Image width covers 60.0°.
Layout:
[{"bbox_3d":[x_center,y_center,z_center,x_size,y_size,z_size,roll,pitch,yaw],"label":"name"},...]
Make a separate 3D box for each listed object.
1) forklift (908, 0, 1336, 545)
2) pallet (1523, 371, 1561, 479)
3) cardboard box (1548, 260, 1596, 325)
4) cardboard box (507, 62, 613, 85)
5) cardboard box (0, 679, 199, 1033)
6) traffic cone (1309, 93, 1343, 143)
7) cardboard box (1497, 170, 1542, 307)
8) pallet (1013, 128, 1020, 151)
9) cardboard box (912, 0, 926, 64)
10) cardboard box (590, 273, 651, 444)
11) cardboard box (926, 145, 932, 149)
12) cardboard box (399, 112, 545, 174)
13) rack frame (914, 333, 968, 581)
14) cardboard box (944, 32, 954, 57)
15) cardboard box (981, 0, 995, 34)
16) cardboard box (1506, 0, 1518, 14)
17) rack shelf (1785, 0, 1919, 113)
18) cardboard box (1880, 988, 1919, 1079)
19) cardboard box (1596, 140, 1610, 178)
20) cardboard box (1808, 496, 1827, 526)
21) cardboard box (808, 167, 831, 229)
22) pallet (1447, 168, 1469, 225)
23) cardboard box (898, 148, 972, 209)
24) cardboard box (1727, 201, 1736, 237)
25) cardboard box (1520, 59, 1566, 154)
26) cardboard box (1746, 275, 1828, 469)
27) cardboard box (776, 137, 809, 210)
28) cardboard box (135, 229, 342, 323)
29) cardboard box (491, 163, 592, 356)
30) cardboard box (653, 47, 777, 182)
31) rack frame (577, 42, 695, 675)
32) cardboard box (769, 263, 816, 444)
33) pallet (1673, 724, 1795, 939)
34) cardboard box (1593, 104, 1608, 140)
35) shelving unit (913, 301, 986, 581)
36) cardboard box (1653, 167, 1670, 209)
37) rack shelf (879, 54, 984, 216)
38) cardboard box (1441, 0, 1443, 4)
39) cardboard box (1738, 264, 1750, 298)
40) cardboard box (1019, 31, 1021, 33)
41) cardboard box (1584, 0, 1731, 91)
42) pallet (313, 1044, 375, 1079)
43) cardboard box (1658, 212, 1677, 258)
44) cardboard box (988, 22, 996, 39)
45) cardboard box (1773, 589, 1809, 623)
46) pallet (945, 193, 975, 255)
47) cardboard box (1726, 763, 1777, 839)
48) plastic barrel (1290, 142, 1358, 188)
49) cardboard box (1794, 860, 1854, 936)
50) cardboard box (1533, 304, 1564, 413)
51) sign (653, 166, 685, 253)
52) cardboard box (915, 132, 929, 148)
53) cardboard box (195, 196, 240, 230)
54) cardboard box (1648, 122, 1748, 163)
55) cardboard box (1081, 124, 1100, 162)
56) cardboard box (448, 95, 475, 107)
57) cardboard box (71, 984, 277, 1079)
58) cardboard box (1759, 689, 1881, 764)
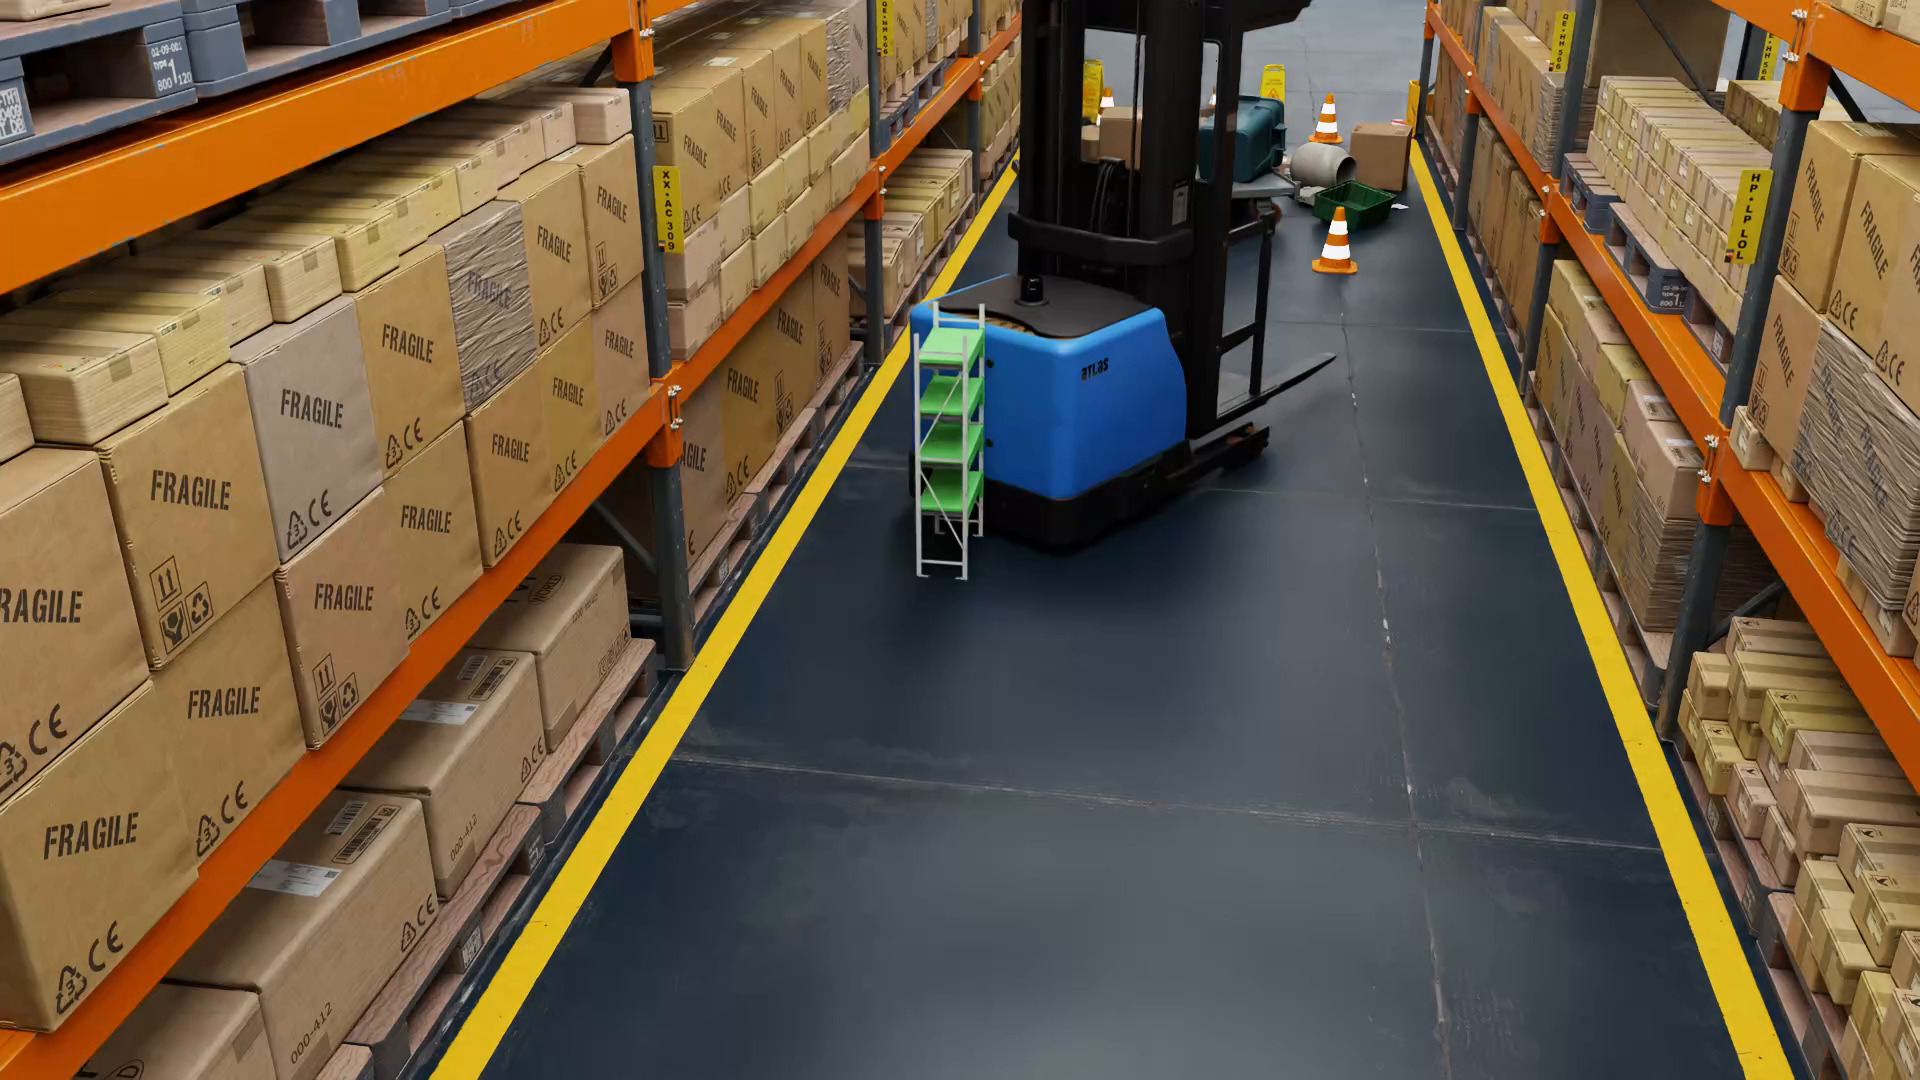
[{"bbox_3d":[1.067,-1.853,8.751,1.130,2.935,3.031,20,31,36],"label":"forklift"},{"bbox_3d":[3.783,-0.632,9.352,1.003,0.211,1.213,4,25,9],"label":"pallet"},{"bbox_3d":[3.561,-1.348,9.161,0.500,0.250,0.500,3,25,6],"label":"cardboard box"},{"bbox_3d":[-1.739,-1.769,7.194,0.500,0.500,0.500,5,25,10],"label":"cardboard box"},{"bbox_3d":[-1.933,0.597,3.318,0.500,0.500,0.500,4,25,8],"label":"cardboard box"},{"bbox_3d":[3.732,-4.295,16.880,0.336,0.463,0.334,4,25,9],"label":"traffic cone"},{"bbox_3d":[4.240,-2.008,11.159,1.050,0.750,0.750,4,25,9],"label":"cardboard box"},{"bbox_3d":[0.140,-4.237,17.052,1.003,0.211,1.213,4,25,9],"label":"pallet"},{"bbox_3d":[-0.527,-3.506,11.238,0.500,0.500,0.500,4,25,9],"label":"cardboard box"},{"bbox_3d":[-1.465,-0.683,6.054,0.500,0.500,0.500,4,25,9],"label":"cardboard box"},{"bbox_3d":[-0.502,-3.406,14.737,0.500,0.250,0.500,5,26,11],"label":"cardboard box"},{"bbox_3d":[-1.578,-1.285,5.393,0.380,0.149,0.250,4,25,9],"label":"cardboard box"},{"bbox_3d":[-0.085,-0.363,7.610,0.240,1.200,0.015,4,25,9],"label":"rack frame"},{"bbox_3d":[-0.251,-3.712,12.442,0.380,0.149,0.250,4,25,9],"label":"cardboard box"},{"bbox_3d":[0.013,-4.540,13.943,0.500,0.500,0.500,4,25,8],"label":"cardboard box"},{"bbox_3d":[4.491,-4.185,12.355,0.700,0.500,0.500,4,25,8],"label":"cardboard box"},{"bbox_3d":[2.932,-0.745,3.614,1.077,0.370,4.000,4,25,9],"label":"rack shelf"},{"bbox_3d":[2.550,1.278,4.147,0.380,0.149,0.250,5,26,10],"label":"cardboard box"},{"bbox_3d":[3.596,-2.013,8.814,0.380,0.149,0.250,5,26,11],"label":"cardboard box"},{"bbox_3d":[2.929,-0.111,5.246,0.380,0.149,0.250,3,25,6],"label":"cardboard box"},{"bbox_3d":[-0.980,-1.801,8.736,0.500,0.250,0.500,4,25,8],"label":"cardboard box"},{"bbox_3d":[4.768,-2.945,14.292,1.003,0.211,1.213,4,25,9],"label":"pallet"},{"bbox_3d":[-0.417,-2.976,13.674,0.950,0.372,0.625,4,25,9],"label":"cardboard box"},{"bbox_3d":[3.175,-1.189,6.351,0.380,0.149,0.250,3,25,7],"label":"cardboard box"},{"bbox_3d":[3.804,-2.683,10.325,0.500,0.500,0.500,4,25,9],"label":"cardboard box"},{"bbox_3d":[2.929,-0.539,5.395,0.500,0.500,0.500,4,25,8],"label":"cardboard box"},{"bbox_3d":[-1.044,-1.814,8.174,0.500,0.250,0.500,3,25,7],"label":"cardboard box"},{"bbox_3d":[-1.737,-0.640,4.016,0.380,0.149,0.250,4,25,9],"label":"cardboard box"},{"bbox_3d":[-1.537,-0.920,5.379,0.500,0.500,0.500,4,25,8],"label":"cardboard box"},{"bbox_3d":[-1.146,-1.936,7.551,0.500,0.500,0.500,3,25,7],"label":"cardboard box"},{"bbox_3d":[-1.641,-0.850,6.527,1.000,3.000,0.127,4,25,9],"label":"rack frame"},{"bbox_3d":[-1.332,-1.095,9.061,0.875,0.875,0.875,4,25,9],"label":"cardboard box"},{"bbox_3d":[3.184,0.997,5.871,1.003,0.211,1.213,4,25,9],"label":"pallet"},{"bbox_3d":[3.635,-2.245,8.958,0.380,0.149,0.250,5,26,11],"label":"cardboard box"},{"bbox_3d":[-0.045,-0.465,7.828,0.258,1.200,0.503,4,25,9],"label":"shelving unit"},{"bbox_3d":[3.386,-1.593,7.565,0.380,0.149,0.250,5,26,10],"label":"cardboard box"},{"bbox_3d":[-0.661,-3.033,12.041,1.077,0.370,4.000,4,25,9],"label":"rack shelf"},{"bbox_3d":[5.204,-5.478,16.237,0.875,0.550,0.550,4,25,9],"label":"cardboard box"},{"bbox_3d":[3.129,-0.940,6.171,0.380,0.149,0.250,5,26,10],"label":"cardboard box"},{"bbox_3d":[0.452,-4.936,16.354,0.380,0.149,0.250,5,26,10],"label":"cardboard box"},{"bbox_3d":[3.996,-2.907,9.625,0.700,0.500,0.500,4,25,8],"label":"cardboard box"},{"bbox_3d":[-2.242,1.746,4.270,1.003,0.211,1.213,4,25,9],"label":"pallet"},{"bbox_3d":[3.338,-1.350,7.398,0.380,0.149,0.250,5,26,11],"label":"cardboard box"},{"bbox_3d":[0.112,-4.515,14.654,0.380,0.149,0.250,5,26,10],"label":"cardboard box"},{"bbox_3d":[3.641,0.102,6.947,0.500,0.500,0.500,5,26,11],"label":"cardboard box"},{"bbox_3d":[-0.460,-2.607,13.571,1.003,0.211,1.213,4,25,9],"label":"pallet"},{"bbox_3d":[2.849,0.901,5.655,0.380,0.149,0.250,4,25,8],"label":"cardboard box"},{"bbox_3d":[3.238,-3.309,14.820,0.421,0.421,0.512,-20,32,-36],"label":"plastic barrel"},{"bbox_3d":[2.708,1.090,4.899,0.380,0.149,0.250,4,25,8],"label":"cardboard box"},{"bbox_3d":[3.545,-1.002,9.305,0.500,0.500,0.500,3,25,6],"label":"cardboard box"},{"bbox_3d":[-1.094,-1.240,6.246,0.100,0.325,0.005,4,25,9],"label":"sign"},{"bbox_3d":[-0.502,-3.746,14.579,0.500,0.500,0.500,4,25,8],"label":"cardboard box"},{"bbox_3d":[-2.216,-0.892,4.555,0.380,0.149,0.250,4,25,9],"label":"cardboard box"},{"bbox_3d":[3.433,-1.838,7.738,0.380,0.149,0.250,5,26,10],"label":"cardboard box"},{"bbox_3d":[1.184,-3.419,14.961,0.500,0.500,0.500,-20,32,-36],"label":"cardboard box"},{"bbox_3d":[-1.949,-1.528,5.913,0.380,0.149,0.250,4,25,8],"label":"cardboard box"},{"bbox_3d":[-2.286,1.510,4.012,0.875,0.438,0.875,3,25,7],"label":"cardboard box"},{"bbox_3d":[2.902,0.632,5.526,0.380,0.149,0.250,4,25,8],"label":"cardboard box"}]
